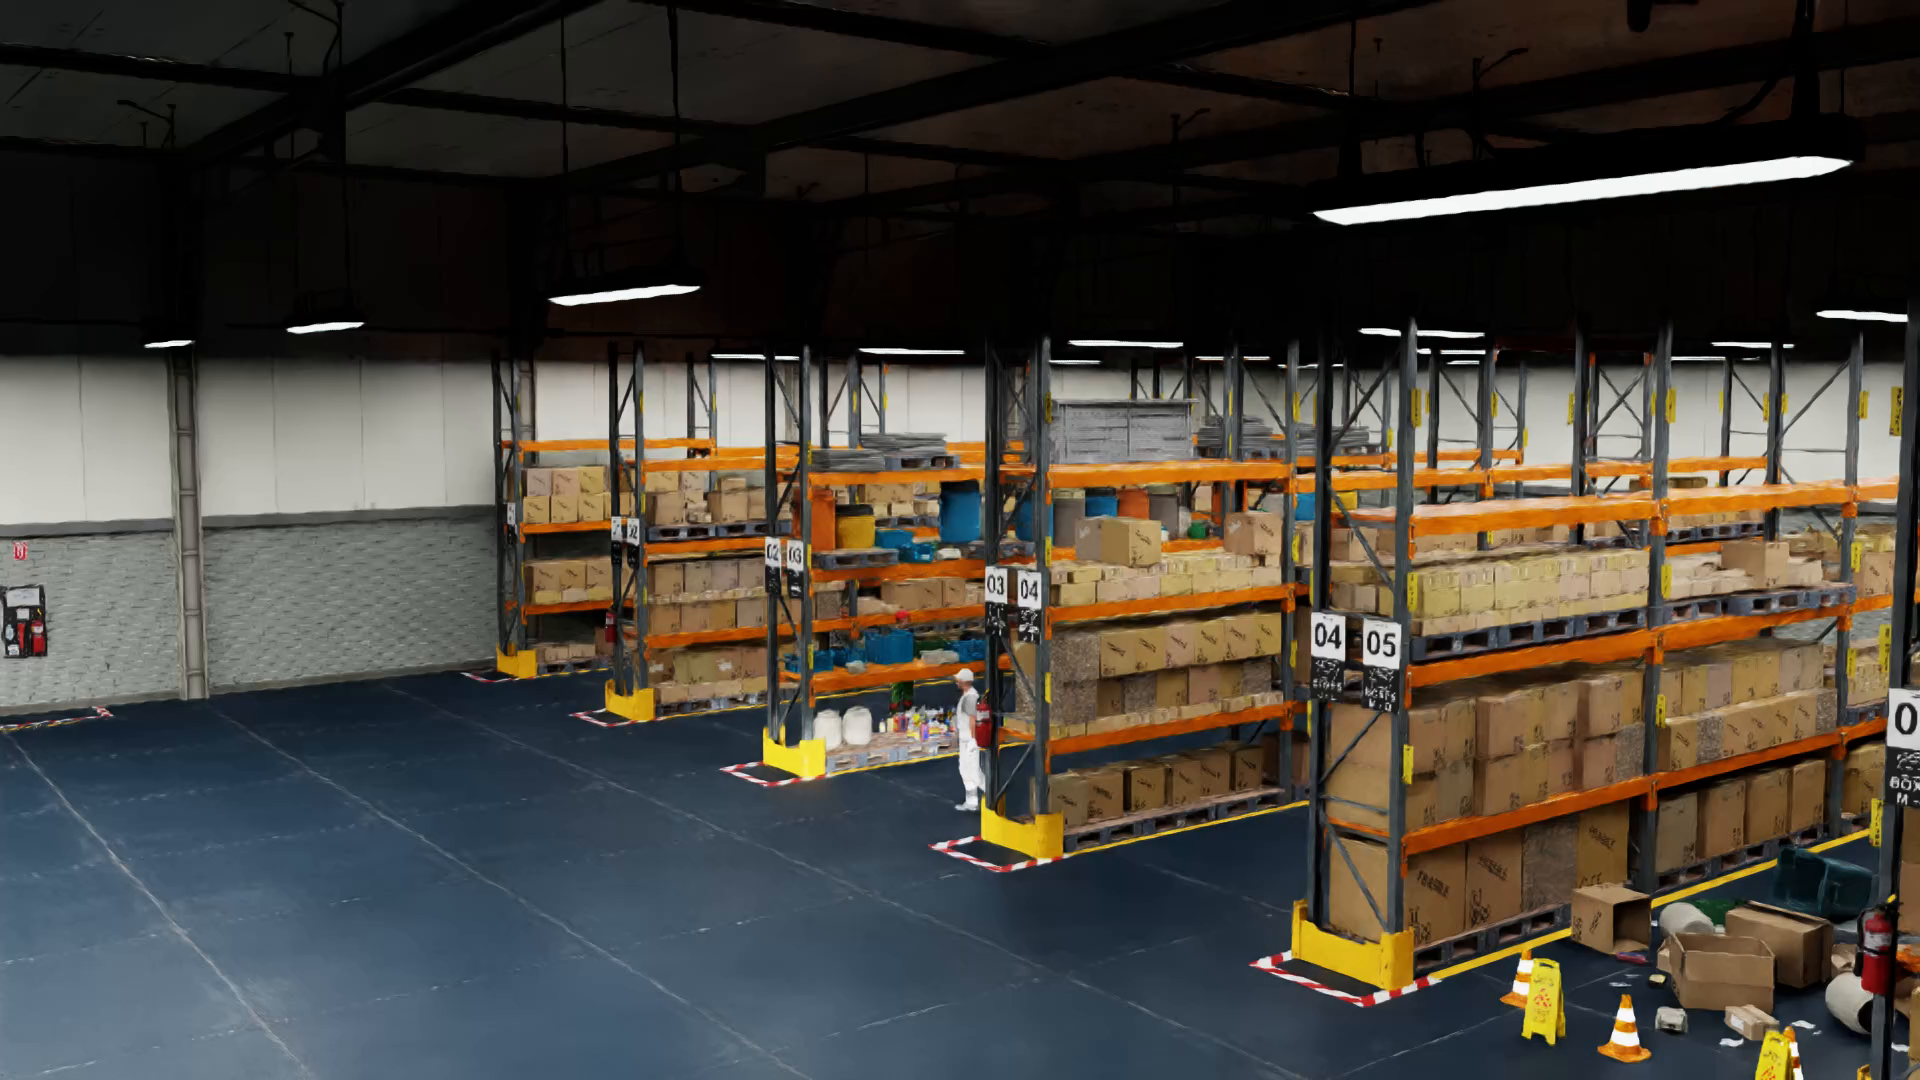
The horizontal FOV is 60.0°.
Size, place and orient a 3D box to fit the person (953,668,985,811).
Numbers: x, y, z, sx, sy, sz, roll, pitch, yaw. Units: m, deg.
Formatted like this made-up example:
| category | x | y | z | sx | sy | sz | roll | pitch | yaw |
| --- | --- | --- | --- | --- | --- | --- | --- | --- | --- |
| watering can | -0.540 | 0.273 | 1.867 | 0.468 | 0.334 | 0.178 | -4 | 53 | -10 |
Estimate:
| category | x | y | z | sx | sy | sz | roll | pitch | yaw |
| --- | --- | --- | --- | --- | --- | --- | --- | --- | --- |
| person | 0.203 | 2.476 | 20.601 | 0.580 | 1.775 | 0.584 | 0 | 5 | -1 |

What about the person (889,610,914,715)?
| category | x | y | z | sx | sy | sz | roll | pitch | yaw |
| --- | --- | --- | --- | --- | --- | --- | --- | --- | --- |
| person | -0.897 | 1.977 | 25.928 | 0.340 | 1.786 | 0.600 | 2 | 5 | 21 |
